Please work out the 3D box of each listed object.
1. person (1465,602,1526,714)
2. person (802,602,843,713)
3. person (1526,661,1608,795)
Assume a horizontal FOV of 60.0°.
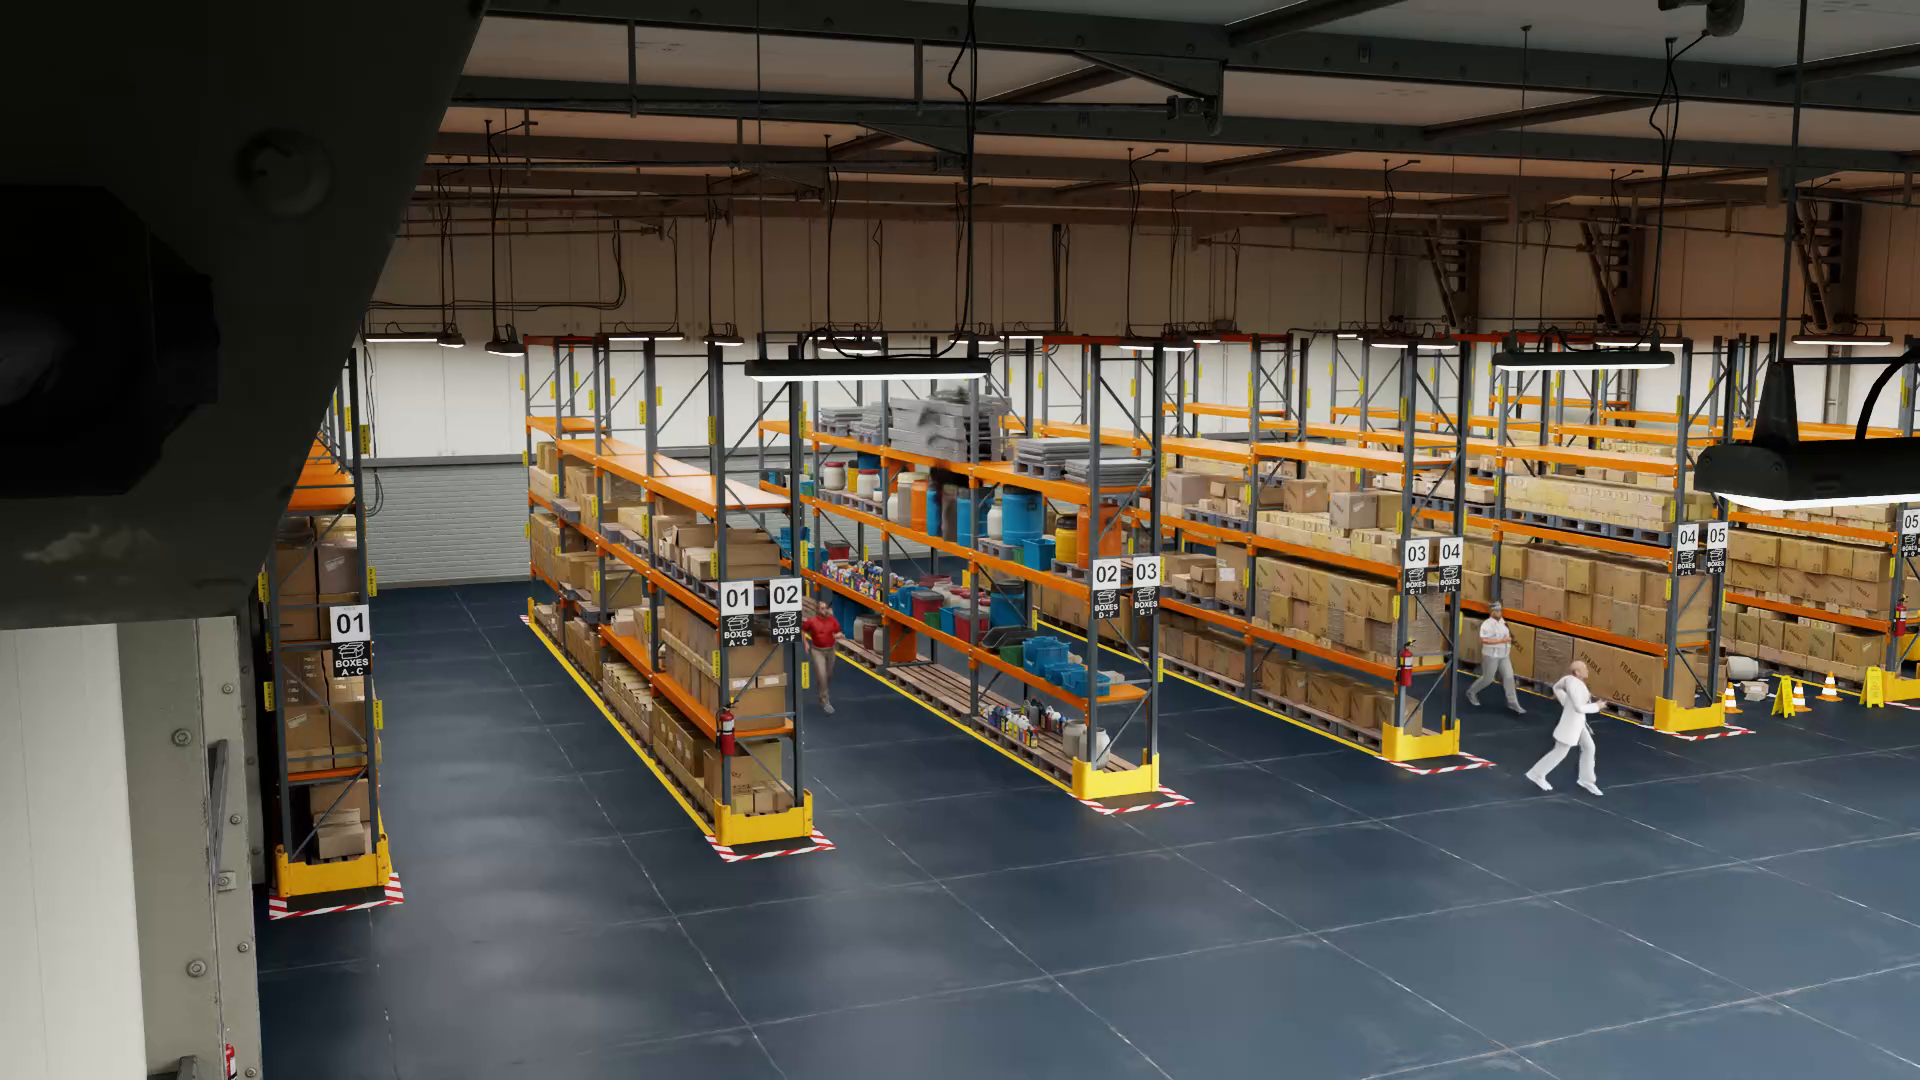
[{"bbox_3d":[8.703,1.865,26.905,0.669,1.762,1.042,-5,9,-31],"label":"person"},{"bbox_3d":[-2.216,1.865,27.073,0.658,1.725,0.941,-4,9,-29],"label":"person"},{"bbox_3d":[8.140,2.506,22.229,0.945,1.834,0.728,3,8,20],"label":"person"}]
